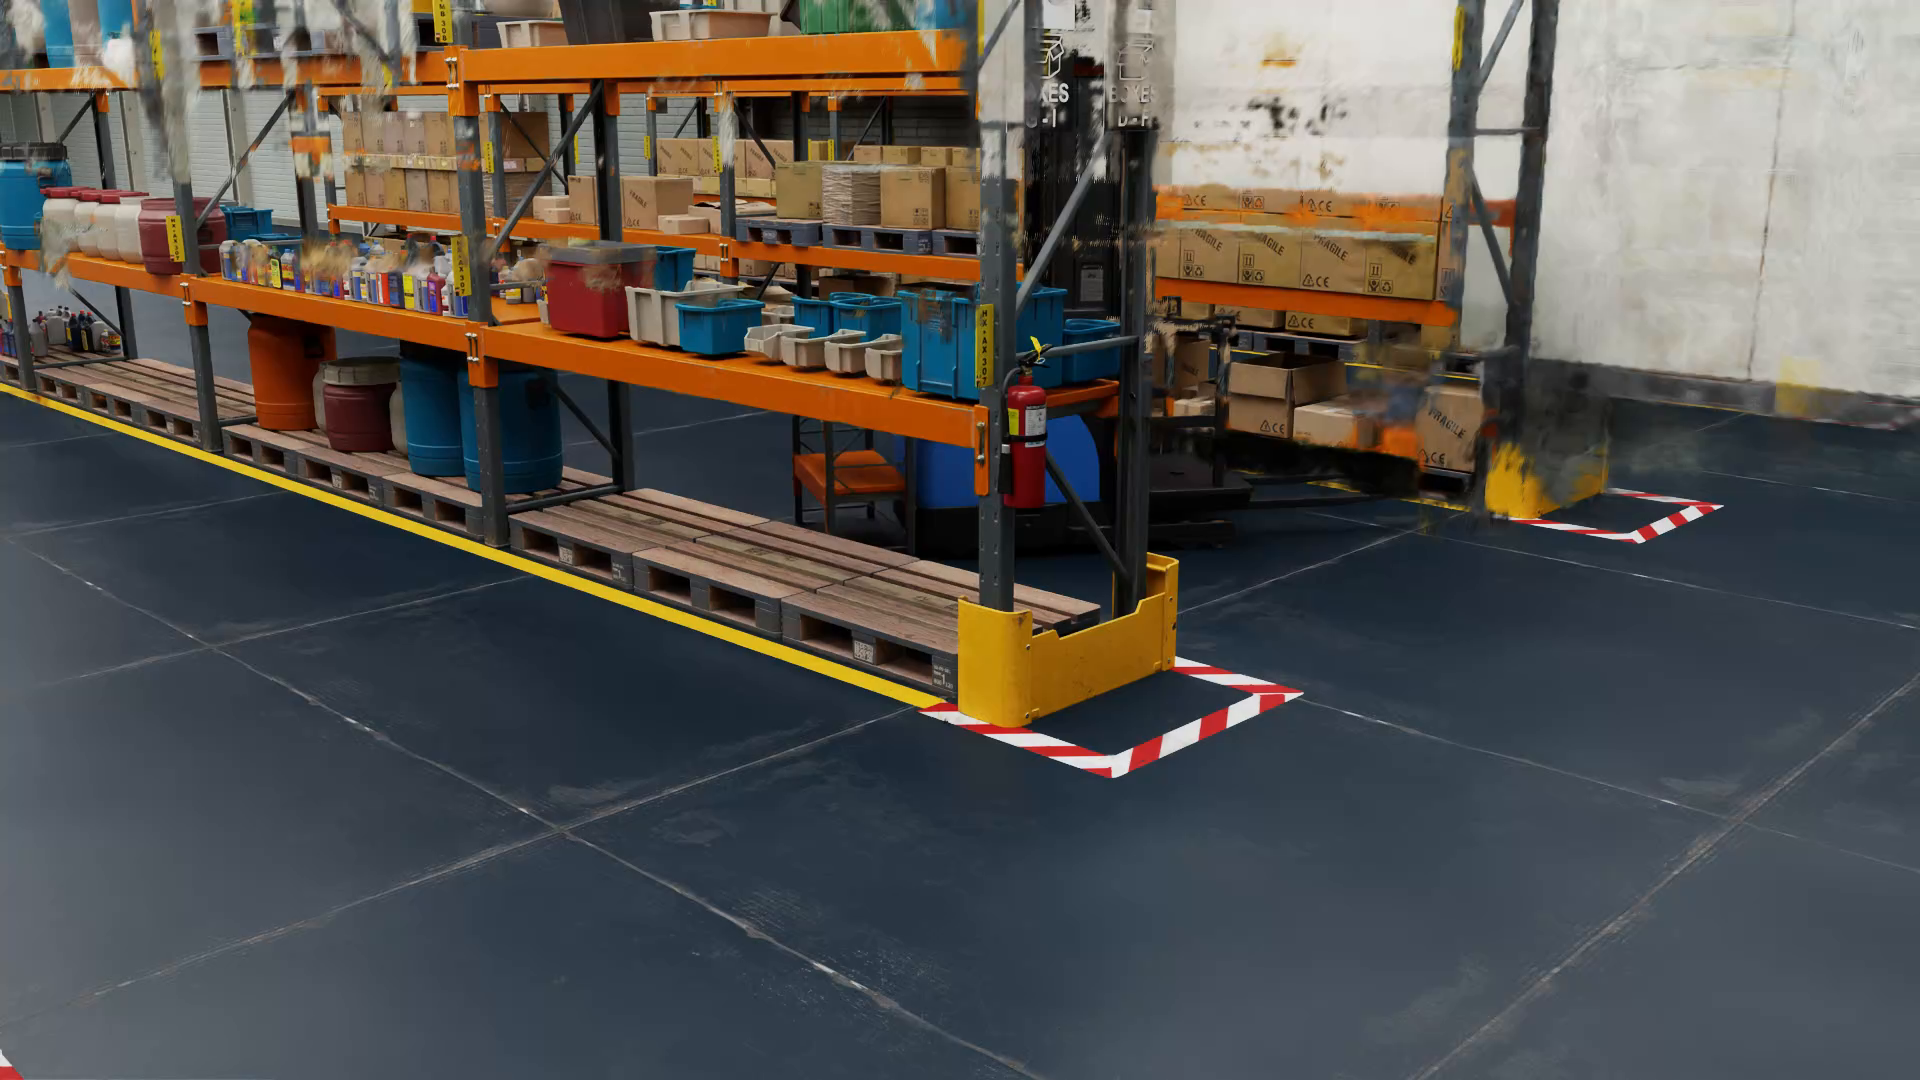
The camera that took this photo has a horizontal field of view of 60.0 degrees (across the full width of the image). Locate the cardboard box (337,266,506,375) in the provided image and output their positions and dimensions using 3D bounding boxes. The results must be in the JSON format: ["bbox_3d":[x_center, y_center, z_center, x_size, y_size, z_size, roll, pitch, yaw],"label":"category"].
[{"bbox_3d":[1.406,-4.302,12.365,0.500,0.500,0.700,14,20,42],"label":"cardboard box"}]

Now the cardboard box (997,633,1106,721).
[{"bbox_3d":[4.932,-2.141,16.323,0.500,0.500,0.700,14,20,43],"label":"cardboard box"}]

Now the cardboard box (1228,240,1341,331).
[{"bbox_3d":[6.276,-4.758,14.074,0.500,0.500,0.500,-14,20,-43],"label":"cardboard box"}]

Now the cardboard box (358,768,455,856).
[{"bbox_3d":[0.850,-1.529,13.936,0.500,0.500,0.500,13,19,40],"label":"cardboard box"}]

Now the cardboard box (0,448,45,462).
[{"bbox_3d":[-3.809,-3.616,17.661,0.500,0.500,0.500,-13,19,-40],"label":"cardboard box"}]

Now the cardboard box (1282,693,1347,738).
[{"bbox_3d":[6.552,-1.998,14.488,0.250,0.149,0.380,13,20,42],"label":"cardboard box"}]

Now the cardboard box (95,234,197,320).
[{"bbox_3d":[-1.173,-4.914,14.711,0.500,0.500,0.500,14,20,42],"label":"cardboard box"}]

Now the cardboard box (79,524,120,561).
[{"bbox_3d":[-2.082,-3.125,16.154,0.500,0.311,0.500,-13,19,-41],"label":"cardboard box"}]

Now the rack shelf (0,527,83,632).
[{"bbox_3d":[-3.290,-3.099,17.302,4.000,0.370,1.077,14,20,42],"label":"rack shelf"}]

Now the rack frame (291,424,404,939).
[{"bbox_3d":[1.029,-2.397,13.182,0.127,3.000,1.000,14,20,42],"label":"rack frame"}]

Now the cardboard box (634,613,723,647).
[{"bbox_3d":[3.034,-2.533,11.523,0.500,0.500,0.500,14,20,43],"label":"cardboard box"}]

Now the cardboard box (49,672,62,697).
[{"bbox_3d":[-2.398,-2.017,16.345,0.500,0.250,0.500,-14,20,-43],"label":"cardboard box"}]

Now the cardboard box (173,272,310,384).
[{"bbox_3d":[-0.244,-4.483,14.009,0.600,0.600,0.600,13,19,40],"label":"cardboard box"}]

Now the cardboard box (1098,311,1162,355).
[{"bbox_3d":[5.511,-4.578,14.871,0.500,0.250,0.500,13,19,41],"label":"cardboard box"}]

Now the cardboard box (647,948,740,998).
[{"bbox_3d":[2.994,-0.901,12.021,0.500,0.250,0.500,14,20,42],"label":"cardboard box"}]

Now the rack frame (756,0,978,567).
[{"bbox_3d":[3.909,-4.600,9.738,0.127,3.000,1.000,14,20,42],"label":"rack frame"}]

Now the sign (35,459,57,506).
[{"bbox_3d":[-2.233,-3.556,15.333,0.005,0.325,0.100,14,20,42],"label":"sign"}]

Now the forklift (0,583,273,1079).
[{"bbox_3d":[1.144,-1.490,9.836,3.031,2.935,1.130,-3,15,-10],"label":"forklift"}]

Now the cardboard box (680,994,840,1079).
[{"bbox_3d":[3.346,-0.750,10.948,0.500,0.500,0.500,14,20,42],"label":"cardboard box"}]

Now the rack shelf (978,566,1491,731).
[{"bbox_3d":[5.905,-2.598,15.382,4.000,0.370,1.077,14,20,42],"label":"rack shelf"}]

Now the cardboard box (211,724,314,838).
[{"bbox_3d":[-0.236,-1.610,14.248,0.500,0.500,0.500,14,20,43],"label":"cardboard box"}]

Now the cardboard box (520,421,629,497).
[{"bbox_3d":[2.645,-3.537,10.914,0.500,0.250,0.500,14,20,42],"label":"cardboard box"}]

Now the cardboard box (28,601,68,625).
[{"bbox_3d":[-3.138,-2.466,16.957,0.500,0.311,0.500,13,20,42],"label":"cardboard box"}]

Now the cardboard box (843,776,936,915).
[{"bbox_3d":[3.772,-1.871,10.964,0.500,0.500,0.500,-14,20,-43],"label":"cardboard box"}]

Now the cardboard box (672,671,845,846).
[{"bbox_3d":[3.398,-2.257,10.464,0.500,0.500,0.500,13,20,42],"label":"cardboard box"}]

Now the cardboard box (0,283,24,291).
[{"bbox_3d":[-3.396,-5.033,16.816,0.500,0.250,0.500,12,19,38],"label":"cardboard box"}]

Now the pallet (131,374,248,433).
[{"bbox_3d":[-0.140,-4.065,14.008,1.003,0.211,1.213,14,20,42],"label":"pallet"}]

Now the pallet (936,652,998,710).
[{"bbox_3d":[3.857,-2.069,17.452,1.213,0.211,1.003,14,20,42],"label":"pallet"}]

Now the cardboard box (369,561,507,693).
[{"bbox_3d":[1.545,-2.705,12.184,0.500,0.500,0.500,13,19,40],"label":"cardboard box"}]

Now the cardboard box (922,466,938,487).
[{"bbox_3d":[3.958,-3.534,16.717,0.500,0.500,0.500,13,20,41],"label":"cardboard box"}]

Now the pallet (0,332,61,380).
[{"bbox_3d":[-2.401,-4.559,15.907,1.213,0.211,1.003,-13,20,-42],"label":"pallet"}]

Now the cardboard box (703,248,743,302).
[{"bbox_3d":[2.392,-5.552,18.270,0.500,0.500,0.700,12,19,39],"label":"cardboard box"}]

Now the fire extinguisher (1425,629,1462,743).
[{"bbox_3d":[7.133,-2.268,13.582,0.183,0.674,0.296,14,20,42],"label":"fire extinguisher"}]

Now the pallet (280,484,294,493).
[{"bbox_3d":[-3.559,-3.885,24.425,1.213,0.211,1.003,14,20,42],"label":"pallet"}]

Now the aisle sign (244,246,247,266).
[{"bbox_3d":[-4.434,-6.613,24.207,0.004,0.787,0.394,14,20,42],"label":"aisle sign"}]

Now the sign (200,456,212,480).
[{"bbox_3d":[-1.480,-3.719,16.117,0.005,0.325,0.100,14,20,42],"label":"sign"}]

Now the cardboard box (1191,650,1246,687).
[{"bbox_3d":[6.086,-2.244,15.435,0.250,0.149,0.380,14,20,43],"label":"cardboard box"}]

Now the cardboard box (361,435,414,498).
[{"bbox_3d":[1.565,-3.557,11.985,0.500,0.250,0.500,14,20,42],"label":"cardboard box"}]

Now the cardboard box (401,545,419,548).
[{"bbox_3d":[0.844,-2.772,13.590,0.500,0.500,0.700,7,16,24],"label":"cardboard box"}]

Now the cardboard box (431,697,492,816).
[{"bbox_3d":[1.936,-2.129,11.957,0.500,0.500,0.500,14,20,42],"label":"cardboard box"}]

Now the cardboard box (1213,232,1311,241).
[{"bbox_3d":[6.248,-4.944,14.786,0.500,0.500,0.500,14,20,42],"label":"cardboard box"}]

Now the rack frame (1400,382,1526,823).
[{"bbox_3d":[7.345,-2.597,13.948,0.127,3.000,1.000,14,20,42],"label":"rack frame"}]

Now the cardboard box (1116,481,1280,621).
[{"bbox_3d":[5.896,-3.090,15.245,0.700,0.700,0.980,12,19,40],"label":"cardboard box"}]

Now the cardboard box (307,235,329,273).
[{"bbox_3d":[-2.967,-6.522,22.826,0.500,0.500,0.500,-13,19,-41],"label":"cardboard box"}]

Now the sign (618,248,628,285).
[{"bbox_3d":[1.207,-5.600,18.502,0.005,0.325,0.100,14,20,42],"label":"sign"}]

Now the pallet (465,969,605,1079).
[{"bbox_3d":[2.406,-0.713,12.252,1.213,0.211,1.003,14,20,42],"label":"pallet"}]

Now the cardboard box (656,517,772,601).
[{"bbox_3d":[3.356,-3.118,10.297,0.500,0.250,0.500,14,20,42],"label":"cardboard box"}]

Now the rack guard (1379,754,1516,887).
[{"bbox_3d":[7.362,-1.383,14.247,0.348,0.500,1.175,14,20,42],"label":"rack guard"}]

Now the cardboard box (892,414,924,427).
[{"bbox_3d":[3.590,-3.988,16.973,0.500,0.250,0.500,-14,20,-43],"label":"cardboard box"}]

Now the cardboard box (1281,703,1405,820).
[{"bbox_3d":[6.771,-1.694,14.611,0.500,0.500,0.700,14,20,42],"label":"cardboard box"}]

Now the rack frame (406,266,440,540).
[{"bbox_3d":[-1.294,-4.697,22.008,0.127,3.000,1.000,14,20,42],"label":"rack frame"}]

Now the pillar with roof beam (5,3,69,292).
[{"bbox_3d":[-14.696,-9.653,29.132,0.400,9.000,9.100,14,20,42],"label":"pillar with roof beam"}]

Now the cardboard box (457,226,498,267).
[{"bbox_3d":[-0.956,-6.290,21.142,0.500,0.500,0.500,-11,18,-36],"label":"cardboard box"}]
